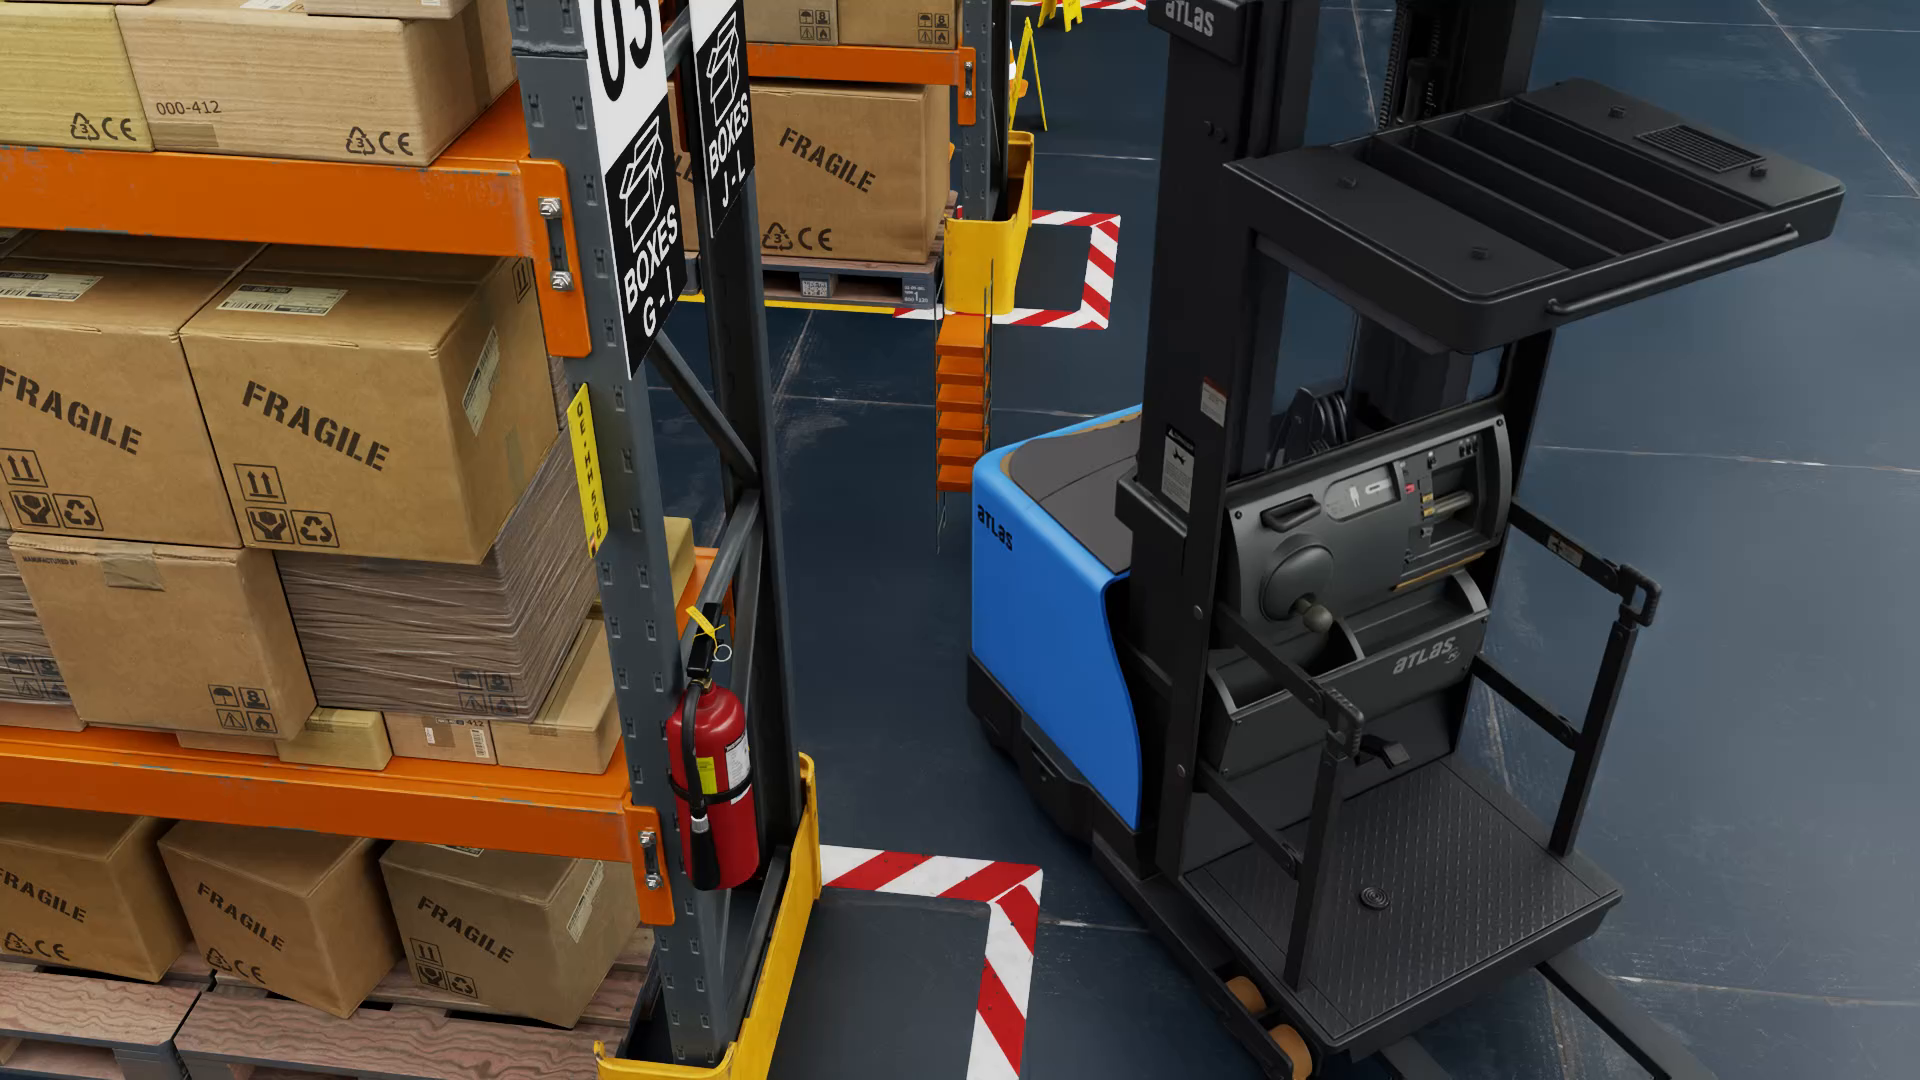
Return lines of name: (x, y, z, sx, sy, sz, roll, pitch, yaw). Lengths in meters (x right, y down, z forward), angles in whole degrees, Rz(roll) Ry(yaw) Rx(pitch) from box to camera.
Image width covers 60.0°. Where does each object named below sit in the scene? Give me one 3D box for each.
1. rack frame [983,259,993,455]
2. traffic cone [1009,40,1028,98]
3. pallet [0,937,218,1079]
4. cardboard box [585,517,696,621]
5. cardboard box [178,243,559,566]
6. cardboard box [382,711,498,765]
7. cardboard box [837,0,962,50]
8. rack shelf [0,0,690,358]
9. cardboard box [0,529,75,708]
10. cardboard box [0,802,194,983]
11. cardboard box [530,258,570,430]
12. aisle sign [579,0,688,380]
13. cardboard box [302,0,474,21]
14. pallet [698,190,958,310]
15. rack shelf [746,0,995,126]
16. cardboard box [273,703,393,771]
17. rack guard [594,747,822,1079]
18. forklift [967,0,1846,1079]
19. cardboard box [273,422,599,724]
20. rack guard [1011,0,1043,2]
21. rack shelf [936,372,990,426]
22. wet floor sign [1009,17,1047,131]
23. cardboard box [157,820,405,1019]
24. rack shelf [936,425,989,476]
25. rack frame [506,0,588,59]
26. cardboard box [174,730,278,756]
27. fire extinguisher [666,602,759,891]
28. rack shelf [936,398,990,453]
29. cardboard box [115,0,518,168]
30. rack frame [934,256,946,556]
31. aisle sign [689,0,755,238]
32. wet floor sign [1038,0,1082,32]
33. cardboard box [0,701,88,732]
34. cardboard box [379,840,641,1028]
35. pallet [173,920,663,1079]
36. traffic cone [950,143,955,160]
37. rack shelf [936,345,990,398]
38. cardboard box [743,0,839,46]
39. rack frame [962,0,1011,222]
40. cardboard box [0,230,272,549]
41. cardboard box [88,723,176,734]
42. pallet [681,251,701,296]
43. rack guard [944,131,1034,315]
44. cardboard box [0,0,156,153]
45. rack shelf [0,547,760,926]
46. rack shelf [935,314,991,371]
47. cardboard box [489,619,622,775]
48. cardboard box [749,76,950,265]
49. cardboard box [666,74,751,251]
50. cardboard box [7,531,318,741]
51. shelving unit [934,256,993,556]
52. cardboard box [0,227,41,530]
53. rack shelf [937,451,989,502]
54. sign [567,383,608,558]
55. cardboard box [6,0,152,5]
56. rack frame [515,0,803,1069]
rack frame: (0.105, -0.481, 6.390, 0.006, 1.200, 0.240, 4, 36, 6)
traffic cone: (0.271, -3.144, 10.757, 0.334, 0.463, 0.336, 4, 36, 6)
pallet: (-2.679, 1.114, 5.007, 1.213, 0.211, 1.003, 4, 36, 6)
cardboard box: (-0.848, 0.101, 4.243, 0.250, 0.149, 0.380, 4, 36, 6)
cardboard box: (-1.173, -0.310, 3.400, 0.500, 0.500, 0.500, 4, 36, 6)
cardboard box: (-1.153, 0.338, 3.910, 0.250, 0.149, 0.380, 4, 36, 6)
cardboard box: (-0.238, -2.756, 7.900, 0.550, 0.550, 0.875, 4, 36, 6)
rack shelf: (-2.580, -0.919, 3.493, 4.000, 0.370, 1.077, 4, 36, 6)
cardboard box: (-2.140, -0.091, 3.953, 0.500, 0.500, 0.875, 4, 36, 6)
cardboard box: (-2.429, 0.866, 4.745, 0.500, 0.500, 0.500, 7, 36, 10)
cardboard box: (-1.107, -0.610, 3.819, 0.500, 0.500, 0.500, 4, 36, 6)
aisle sign: (-0.573, -0.724, 2.944, 0.004, 0.787, 0.394, 4, 36, 6)
cardboard box: (-0.911, -1.006, 2.781, 0.250, 0.149, 0.380, 4, 36, 6)
pallet: (-0.667, -1.573, 8.772, 1.213, 0.211, 1.003, 4, 36, 6)
rack shelf: (-1.848, -2.549, 8.358, 4.000, 0.370, 1.077, 4, 36, 6)
cardboard box: (-1.407, 0.349, 3.895, 0.250, 0.149, 0.380, 4, 36, 6)
rack guard: (-0.671, 1.169, 4.682, 0.348, 0.500, 1.175, 4, 36, 6)
forklift: (1.193, 0.015, 4.206, 1.130, 2.935, 3.031, -18, 39, -24)
cardboard box: (-1.138, -0.061, 3.912, 0.500, 0.500, 0.875, 4, 36, 6)
rack guard: (0.591, -4.541, 12.683, 0.348, 0.500, 1.175, 4, 36, 6)
rack shelf: (0.014, -0.549, 6.356, 0.180, 0.103, 0.258, 4, 36, 6)
wet floor sign: (0.417, -2.874, 10.221, 0.232, 0.644, 0.267, -2, 36, -2)
cardboard box: (-1.811, 0.923, 4.665, 0.500, 0.500, 0.500, 14, 38, 18)
rack shelf: (0.014, -0.353, 6.495, 0.180, 0.103, 0.258, 4, 36, 6)
rack frame: (-0.596, -2.285, 2.205, 0.127, 3.000, 1.000, 4, 36, 6)
cardboard box: (-1.653, 0.322, 3.933, 0.250, 0.149, 0.380, 4, 36, 6)
fire extinguisher: (-0.541, 0.462, 3.587, 0.183, 0.674, 0.296, 4, 36, 6)
rack shelf: (0.014, -0.451, 6.426, 0.180, 0.103, 0.258, 4, 36, 6)
cardboard box: (-1.107, -0.892, 2.965, 0.500, 0.250, 0.500, 5, 36, 7)
rack frame: (-0.076, -0.494, 6.409, 0.006, 1.200, 0.240, 4, 36, 6)
aisle sign: (-0.496, -1.070, 3.429, 0.004, 0.787, 0.394, 4, 36, 6)
wet floor sign: (0.718, -3.964, 11.749, 0.232, 0.644, 0.267, 17, 39, 22)
cardboard box: (-2.147, 0.274, 4.000, 0.250, 0.149, 0.380, 4, 36, 6)
cardboard box: (-1.213, 0.948, 4.630, 0.500, 0.500, 0.500, 11, 37, 15)
pallet: (-1.473, 1.206, 4.879, 1.213, 0.211, 1.003, 4, 36, 6)
traffic cone: (-0.210, -2.518, 9.880, 0.334, 0.463, 0.336, 4, 36, 6)
rack shelf: (0.014, -0.646, 6.286, 0.180, 0.103, 0.258, 4, 36, 6)
cardboard box: (-0.786, -2.784, 7.940, 0.550, 0.550, 0.875, 4, 36, 6)
rack frame: (0.136, -2.694, 7.942, 0.127, 3.000, 1.000, 4, 36, 6)
cardboard box: (-1.670, -0.344, 3.447, 0.500, 0.500, 0.500, 4, 36, 6)
cardboard box: (-1.896, 0.280, 3.992, 0.250, 0.149, 0.380, 4, 36, 6)
pallet: (-1.874, -1.664, 8.900, 1.213, 0.211, 1.003, 4, 36, 6)
rack guard: (0.160, -1.674, 8.666, 0.348, 0.500, 1.175, 4, 36, 6)
cardboard box: (-1.602, -0.928, 3.015, 0.500, 0.250, 0.500, 4, 36, 6)
rack shelf: (-2.580, 0.302, 4.364, 4.000, 0.370, 1.077, 4, 36, 6)
rack shelf: (0.014, -0.744, 6.217, 0.180, 0.103, 0.258, 4, 36, 6)
cardboard box: (-0.905, 0.357, 3.884, 0.250, 0.149, 0.380, 4, 36, 6)
cardboard box: (-0.545, -2.012, 8.454, 0.875, 0.875, 0.875, 4, 36, 6)
cardboard box: (-1.418, -2.076, 8.544, 0.875, 0.875, 0.875, 4, 36, 5)
cardboard box: (-1.649, -0.029, 3.867, 0.500, 0.500, 0.875, 4, 36, 6)
shelving unit: (0.014, -0.487, 6.400, 0.189, 1.200, 0.258, 4, 36, 6)
cardboard box: (-2.165, -0.382, 3.501, 0.500, 0.500, 0.500, 4, 36, 6)
rack shelf: (0.014, -0.256, 6.565, 0.180, 0.103, 0.258, 4, 36, 6)
sign: (-0.687, -0.125, 3.074, 0.005, 0.325, 0.100, 4, 36, 6)
cardboard box: (-1.440, -1.050, 2.843, 0.250, 0.149, 0.380, 3, 36, 4)
rack frame: (-0.596, 0.157, 3.948, 0.127, 3.000, 1.000, 4, 36, 6)
